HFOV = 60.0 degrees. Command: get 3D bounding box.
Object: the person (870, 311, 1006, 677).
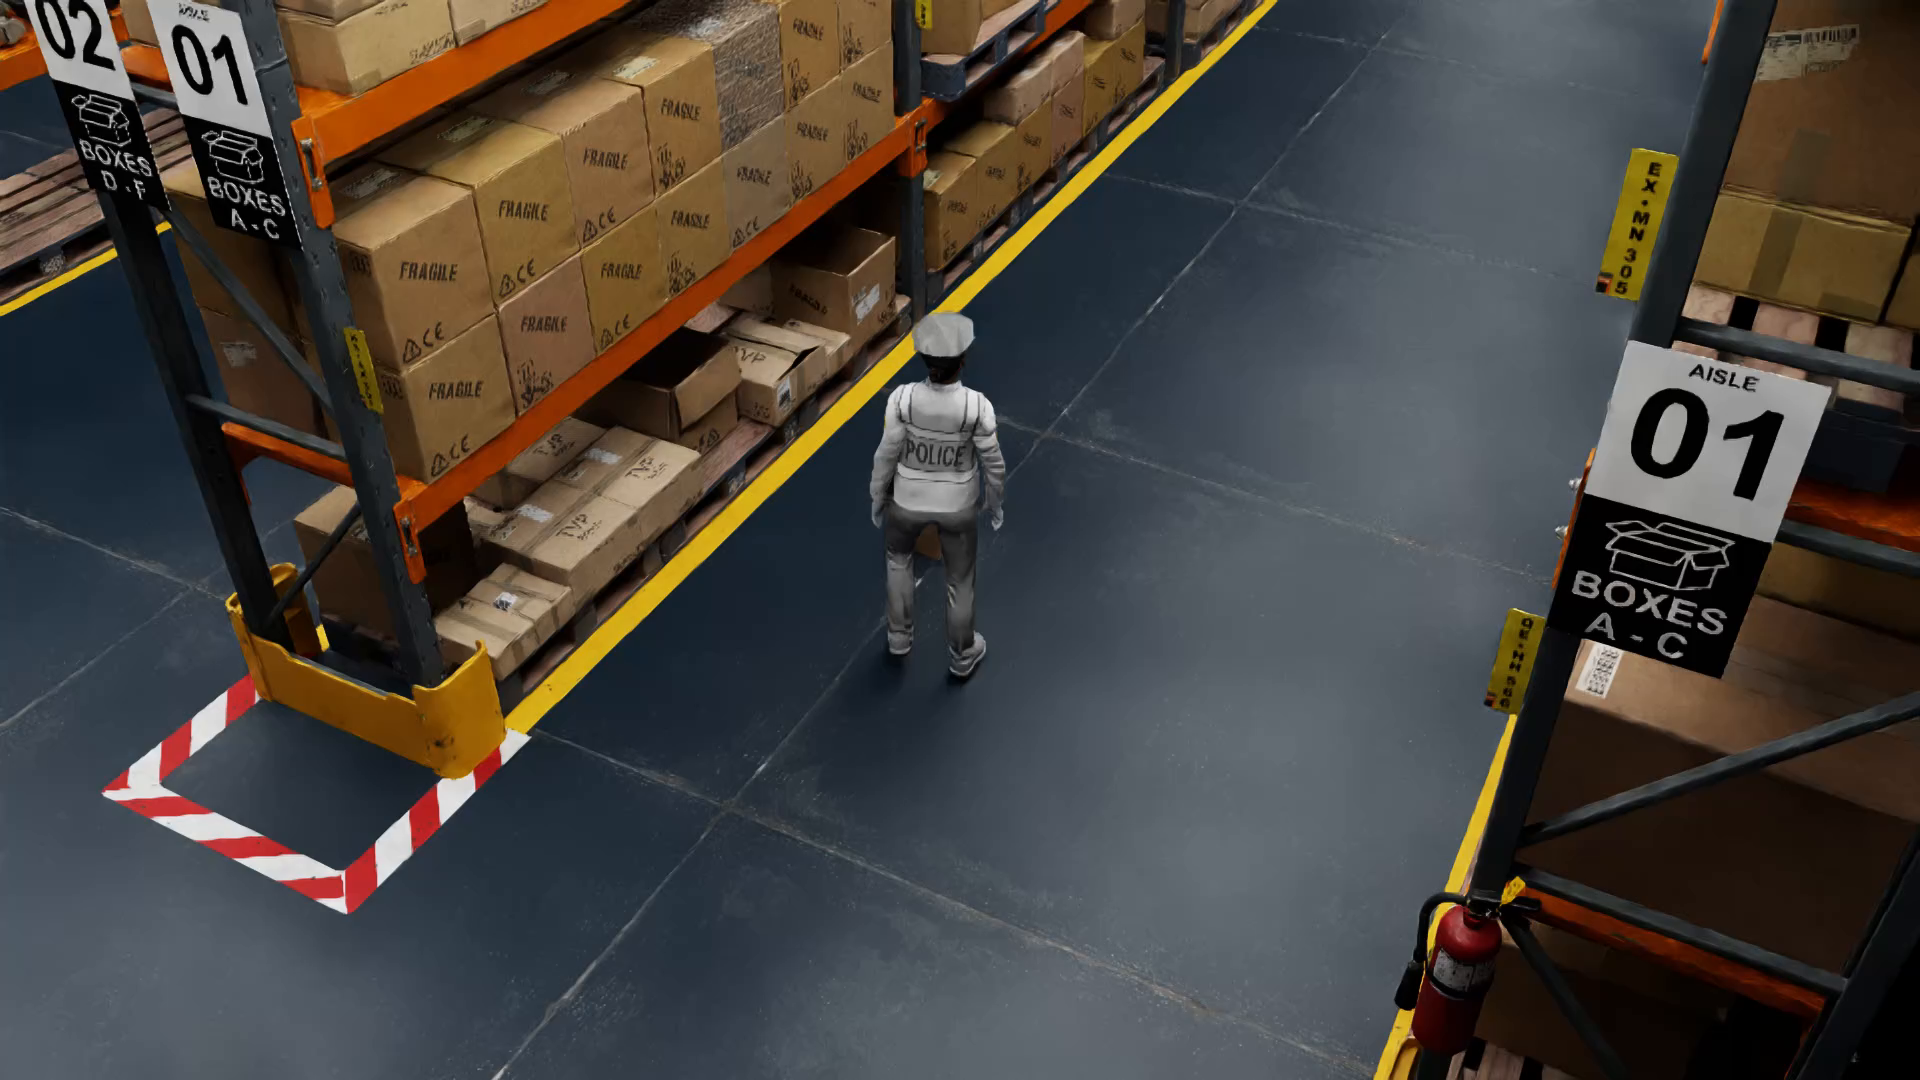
[{"bbox_3d":[-0.092,-0.159,6.912,0.560,1.674,0.360,2,38,3],"label":"person"}]
